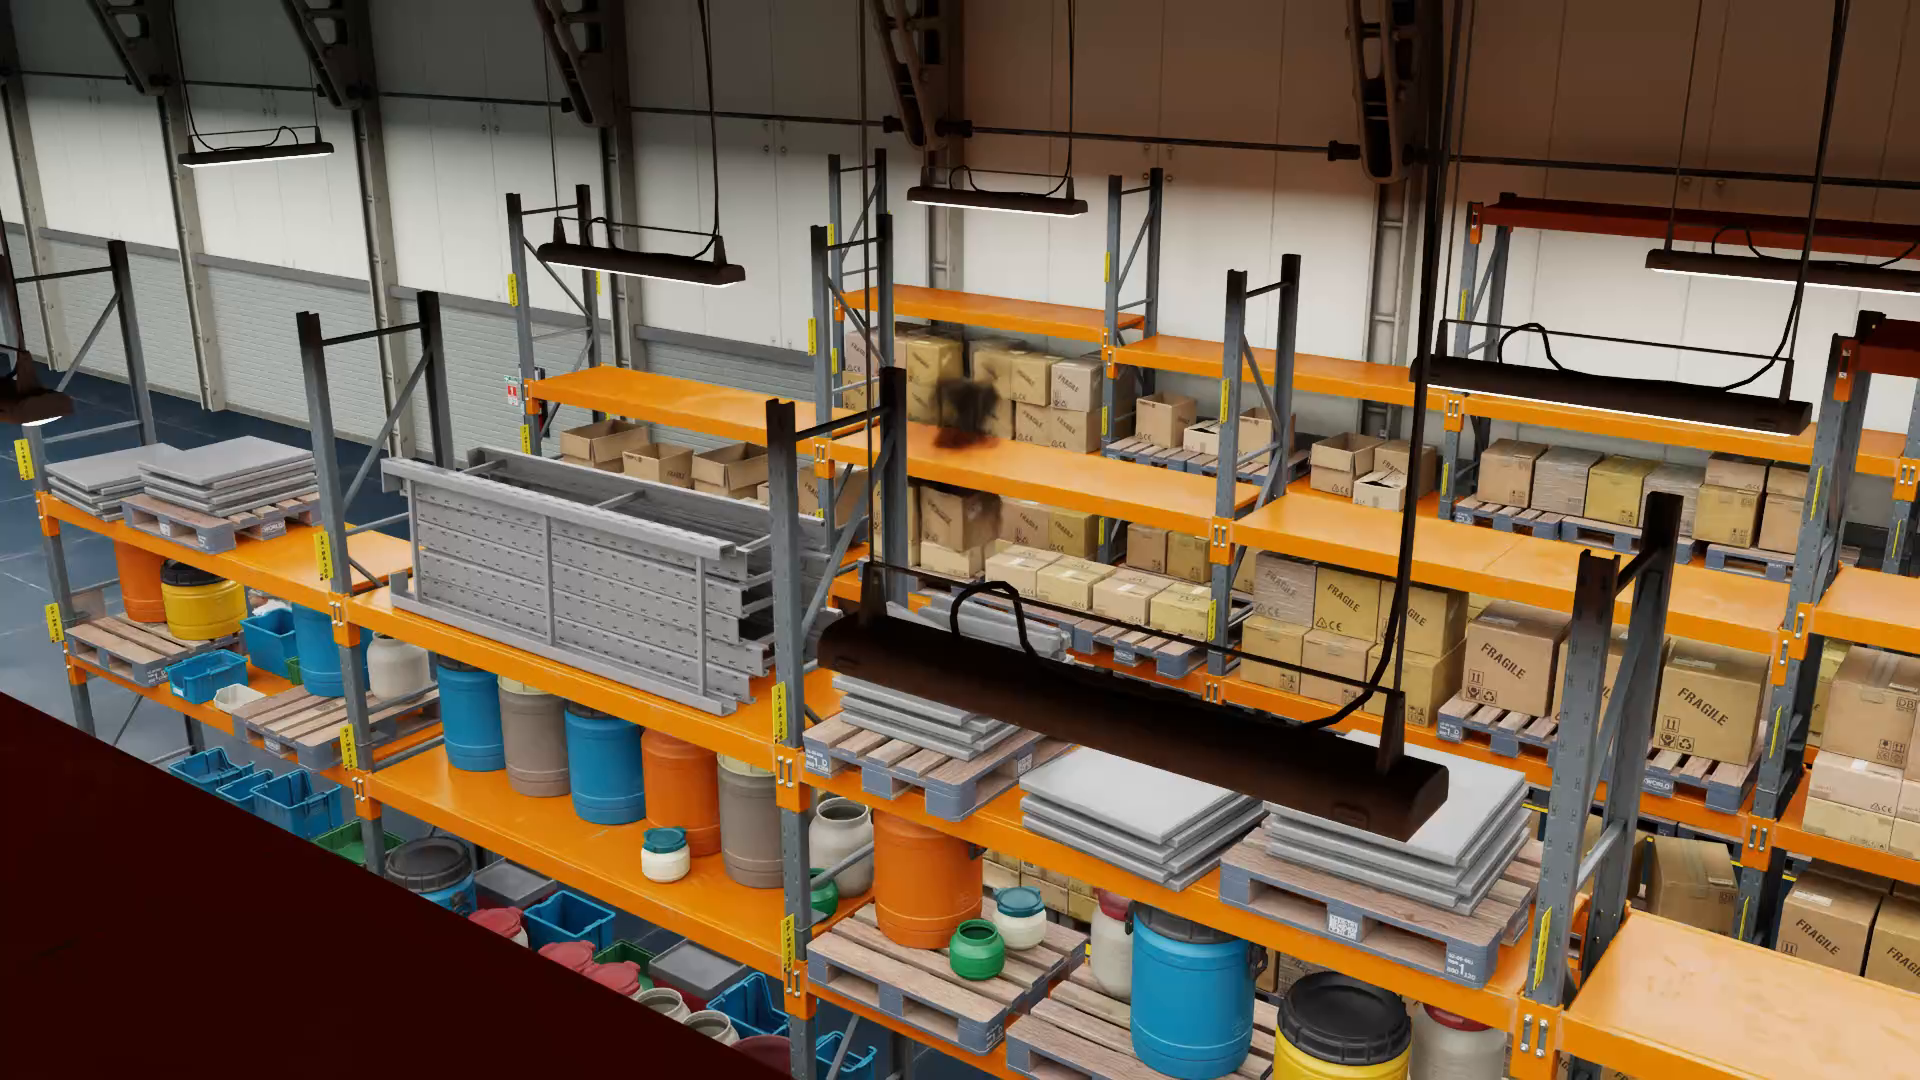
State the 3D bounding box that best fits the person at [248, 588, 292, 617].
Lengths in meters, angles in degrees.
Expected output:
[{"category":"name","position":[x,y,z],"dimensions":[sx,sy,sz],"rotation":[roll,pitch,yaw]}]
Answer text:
[{"category":"person","position":[-7.574,1.325,18.364],"dimensions":[0.800,1.837,0.642],"rotation":[-7,20,-20]}]
